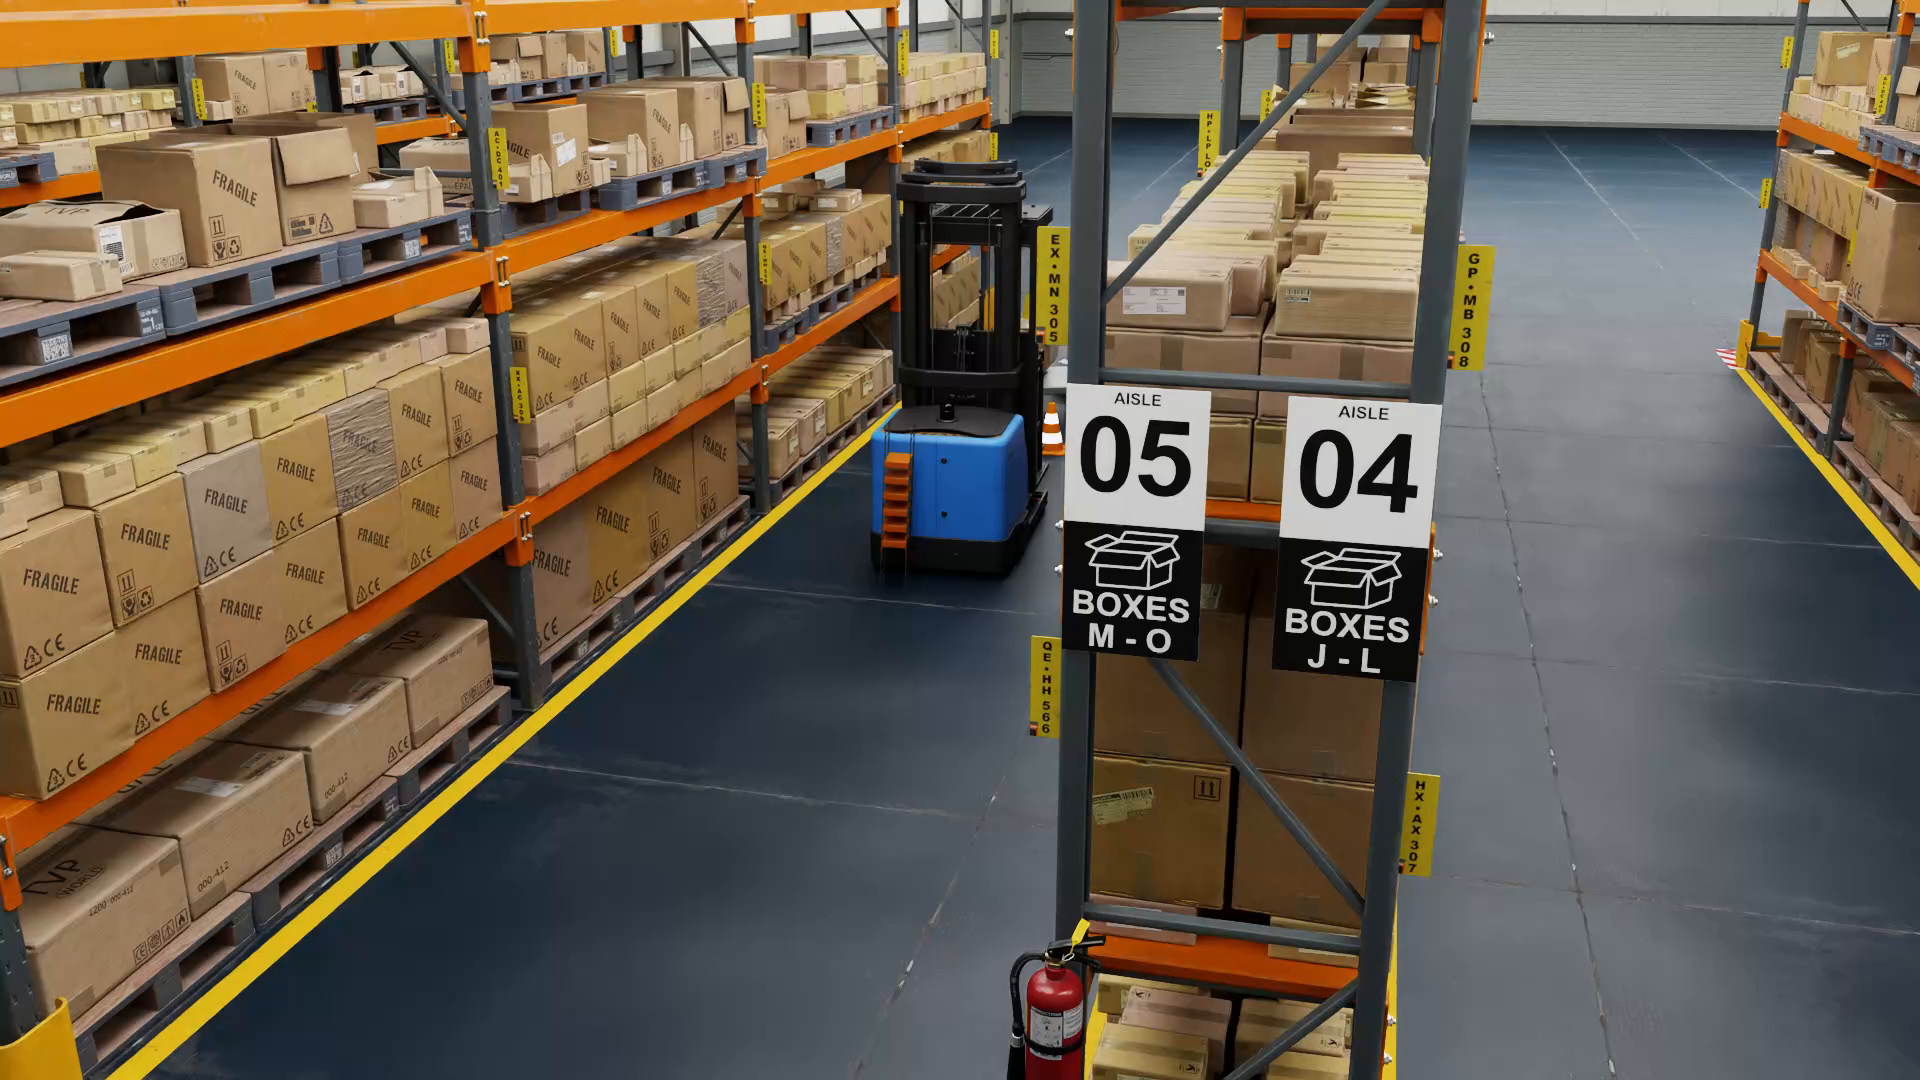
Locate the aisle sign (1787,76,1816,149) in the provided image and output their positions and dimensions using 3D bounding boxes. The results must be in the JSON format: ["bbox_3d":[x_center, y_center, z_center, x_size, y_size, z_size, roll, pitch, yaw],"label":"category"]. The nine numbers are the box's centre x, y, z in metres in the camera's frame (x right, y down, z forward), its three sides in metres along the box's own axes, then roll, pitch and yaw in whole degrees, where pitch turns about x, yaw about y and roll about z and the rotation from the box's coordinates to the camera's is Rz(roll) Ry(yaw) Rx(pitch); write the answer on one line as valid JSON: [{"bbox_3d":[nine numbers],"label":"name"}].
[{"bbox_3d":[9.212,-4.675,18.213,0.394,0.787,0.004,5,19,13],"label":"aisle sign"}]

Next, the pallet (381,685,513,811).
[{"bbox_3d":[-3.316,1.128,9.557,1.003,0.211,1.213,5,19,13],"label":"pallet"}]

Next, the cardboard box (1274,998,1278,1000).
[{"bbox_3d":[1.434,1.818,6.524,0.380,0.149,0.250,5,20,15],"label":"cardboard box"}]

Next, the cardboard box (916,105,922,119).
[{"bbox_3d":[-0.614,-4.549,17.613,0.380,0.149,0.250,5,20,15],"label":"cardboard box"}]

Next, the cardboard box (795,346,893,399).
[{"bbox_3d":[-1.225,-1.721,17.002,0.950,0.372,0.625,5,19,14],"label":"cardboard box"}]

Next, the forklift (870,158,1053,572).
[{"bbox_3d":[0.125,-1.587,13.298,1.130,2.935,3.031,4,19,11],"label":"forklift"}]

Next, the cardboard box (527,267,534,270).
[{"bbox_3d":[-5.246,-3.135,19.784,0.500,0.250,0.500,5,20,15],"label":"cardboard box"}]

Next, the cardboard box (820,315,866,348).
[{"bbox_3d":[-1.215,-2.390,17.988,0.500,0.500,0.500,4,19,13],"label":"cardboard box"}]

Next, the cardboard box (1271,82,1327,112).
[{"bbox_3d":[2.256,-2.880,11.000,0.396,0.266,0.258,5,19,13],"label":"cardboard box"}]

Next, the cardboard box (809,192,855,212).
[{"bbox_3d":[-1.193,-3.157,15.522,0.380,0.149,0.250,4,19,11],"label":"cardboard box"}]

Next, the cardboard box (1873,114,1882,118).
[{"bbox_3d":[8.309,-3.810,14.676,0.380,0.149,0.250,5,20,15],"label":"cardboard box"}]

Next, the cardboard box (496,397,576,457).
[{"bbox_3d":[-2.673,-0.705,10.068,0.500,0.250,0.500,4,19,12],"label":"cardboard box"}]

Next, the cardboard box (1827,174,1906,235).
[{"bbox_3d":[8.474,-3.129,15.546,0.500,0.500,0.500,5,19,13],"label":"cardboard box"}]

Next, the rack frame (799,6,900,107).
[{"bbox_3d":[-1.100,-5.770,16.158,1.000,3.000,0.127,5,19,13],"label":"rack frame"}]

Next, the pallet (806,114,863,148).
[{"bbox_3d":[-1.604,-3.751,15.178,1.213,0.211,1.003,5,19,13],"label":"pallet"}]

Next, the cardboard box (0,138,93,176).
[{"bbox_3d":[-7.025,-2.922,12.693,0.500,0.250,0.500,5,19,13],"label":"cardboard box"}]

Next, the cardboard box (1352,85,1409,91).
[{"bbox_3d":[3.510,-3.628,13.862,0.500,0.311,0.500,4,19,11],"label":"cardboard box"}]

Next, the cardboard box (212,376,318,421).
[{"bbox_3d":[-3.240,-0.655,7.760,0.380,0.149,0.250,5,19,13],"label":"cardboard box"}]

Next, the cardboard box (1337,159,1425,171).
[{"bbox_3d":[1.904,-1.634,7.533,0.380,0.149,0.250,5,20,15],"label":"cardboard box"}]

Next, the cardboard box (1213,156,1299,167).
[{"bbox_3d":[1.366,-1.683,7.675,0.380,0.149,0.250,4,19,11],"label":"cardboard box"}]

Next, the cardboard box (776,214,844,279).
[{"bbox_3d":[-1.369,-2.674,15.110,0.500,0.500,0.500,4,19,11],"label":"cardboard box"}]

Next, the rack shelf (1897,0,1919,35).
[{"bbox_3d":[8.021,-3.831,12.212,1.077,0.370,4.000,5,19,13],"label":"rack shelf"}]

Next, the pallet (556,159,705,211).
[{"bbox_3d":[-2.453,-2.450,11.372,1.003,0.211,1.213,6,20,16],"label":"pallet"}]

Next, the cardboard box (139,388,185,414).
[{"bbox_3d":[-3.797,-0.610,7.629,0.380,0.149,0.250,5,20,15],"label":"cardboard box"}]

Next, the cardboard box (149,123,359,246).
[{"bbox_3d":[-3.352,-1.712,7.956,0.797,0.503,0.637,6,20,18],"label":"cardboard box"}]

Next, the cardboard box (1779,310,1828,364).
[{"bbox_3d":[9.319,-2.223,18.274,0.500,0.500,0.500,9,21,23],"label":"cardboard box"}]

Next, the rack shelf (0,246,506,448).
[{"bbox_3d":[-3.543,-0.875,7.582,1.077,0.370,4.000,5,19,13],"label":"rack shelf"}]

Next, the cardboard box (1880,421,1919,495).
[{"bbox_3d":[8.068,-0.659,13.664,0.700,0.500,0.500,3,19,9],"label":"cardboard box"}]

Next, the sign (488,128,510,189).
[{"bbox_3d":[-2.516,-2.082,9.078,0.100,0.325,0.005,5,19,13],"label":"sign"}]

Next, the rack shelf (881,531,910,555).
[{"bbox_3d":[-0.469,0.017,12.149,0.180,0.103,0.258,4,19,4],"label":"rack shelf"}]

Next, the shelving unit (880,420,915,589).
[{"bbox_3d":[-0.455,-0.252,12.056,0.189,1.200,0.258,4,19,4],"label":"shelving unit"}]

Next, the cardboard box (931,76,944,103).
[{"bbox_3d":[-0.475,-4.855,17.891,0.500,0.250,0.500,5,19,14],"label":"cardboard box"}]

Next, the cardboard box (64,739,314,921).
[{"bbox_3d":[-3.752,1.342,7.932,0.875,0.438,0.875,5,20,15],"label":"cardboard box"}]

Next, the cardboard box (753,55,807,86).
[{"bbox_3d":[-1.743,-4.406,15.615,0.500,0.250,0.500,4,19,12],"label":"cardboard box"}]

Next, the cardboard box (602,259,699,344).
[{"bbox_3d":[-2.195,-1.698,11.817,0.500,0.500,0.500,5,19,13],"label":"cardboard box"}]

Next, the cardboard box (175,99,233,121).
[{"bbox_3d":[-6.511,-3.708,14.320,0.380,0.166,0.250,5,19,13],"label":"cardboard box"}]

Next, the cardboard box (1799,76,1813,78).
[{"bbox_3d":[9.196,-4.871,17.782,0.380,0.149,0.250,5,19,13],"label":"cardboard box"}]

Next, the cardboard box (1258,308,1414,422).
[{"bbox_3d":[1.155,-0.516,4.874,0.500,0.250,0.500,5,19,14],"label":"cardboard box"}]

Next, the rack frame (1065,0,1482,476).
[{"bbox_3d":[0.793,-1.649,4.094,1.000,3.000,0.127,5,19,13],"label":"rack frame"}]

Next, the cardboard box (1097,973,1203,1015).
[{"bbox_3d":[0.734,1.707,6.389,0.380,0.149,0.250,4,19,12],"label":"cardboard box"}]

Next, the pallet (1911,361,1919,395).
[{"bbox_3d":[7.604,-1.035,11.875,1.213,0.211,1.003,5,19,13],"label":"pallet"}]

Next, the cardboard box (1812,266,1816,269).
[{"bbox_3d":[8.794,-2.661,16.727,0.380,0.149,0.250,5,19,13],"label":"cardboard box"}]

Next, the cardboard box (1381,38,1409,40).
[{"bbox_3d":[4.577,-5.139,17.302,0.380,0.149,0.250,5,19,14],"label":"cardboard box"}]

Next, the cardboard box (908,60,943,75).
[{"bbox_3d":[-0.406,-5.175,18.213,0.380,0.149,0.250,5,20,14],"label":"cardboard box"}]

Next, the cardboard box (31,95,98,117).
[{"bbox_3d":[-6.974,-3.377,12.948,0.380,0.149,0.250,4,19,13],"label":"cardboard box"}]

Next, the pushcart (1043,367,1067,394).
[{"bbox_3d":[1.124,-1.525,17.070,1.648,0.377,0.936,-2,19,-6],"label":"pushcart"}]

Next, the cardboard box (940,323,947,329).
[{"bbox_3d":[-0.447,-2.327,18.963,0.500,0.250,0.500,4,19,13],"label":"cardboard box"}]

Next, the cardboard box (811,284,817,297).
[{"bbox_3d":[-1.502,-2.270,14.932,0.380,0.149,0.250,5,20,16],"label":"cardboard box"}]

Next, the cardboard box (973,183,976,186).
[{"bbox_3d":[-0.114,-4.024,19.713,0.500,0.500,0.500,5,19,14],"label":"cardboard box"}]

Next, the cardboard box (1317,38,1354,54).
[{"bbox_3d":[3.876,-5.111,17.221,0.380,0.149,0.250,5,19,14],"label":"cardboard box"}]

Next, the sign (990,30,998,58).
[{"bbox_3d":[0.411,-5.973,20.023,0.100,0.325,0.005,5,19,13],"label":"sign"}]

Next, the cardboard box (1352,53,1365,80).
[{"bbox_3d":[3.967,-4.955,17.380,0.500,0.250,0.500,5,19,13],"label":"cardboard box"}]

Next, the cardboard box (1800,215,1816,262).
[{"bbox_3d":[9.157,-3.100,17.009,0.875,0.500,0.500,5,19,13],"label":"cardboard box"}]

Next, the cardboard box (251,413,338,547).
[{"bbox_3d":[-3.279,-0.299,7.720,0.500,0.500,0.500,5,19,14],"label":"cardboard box"}]

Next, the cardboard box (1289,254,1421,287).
[{"bbox_3d":[1.173,-0.746,4.932,0.380,0.149,0.250,5,20,16],"label":"cardboard box"}]

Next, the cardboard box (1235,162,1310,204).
[{"bbox_3d":[1.359,-1.600,7.432,0.380,0.149,0.250,4,19,13],"label":"cardboard box"}]
